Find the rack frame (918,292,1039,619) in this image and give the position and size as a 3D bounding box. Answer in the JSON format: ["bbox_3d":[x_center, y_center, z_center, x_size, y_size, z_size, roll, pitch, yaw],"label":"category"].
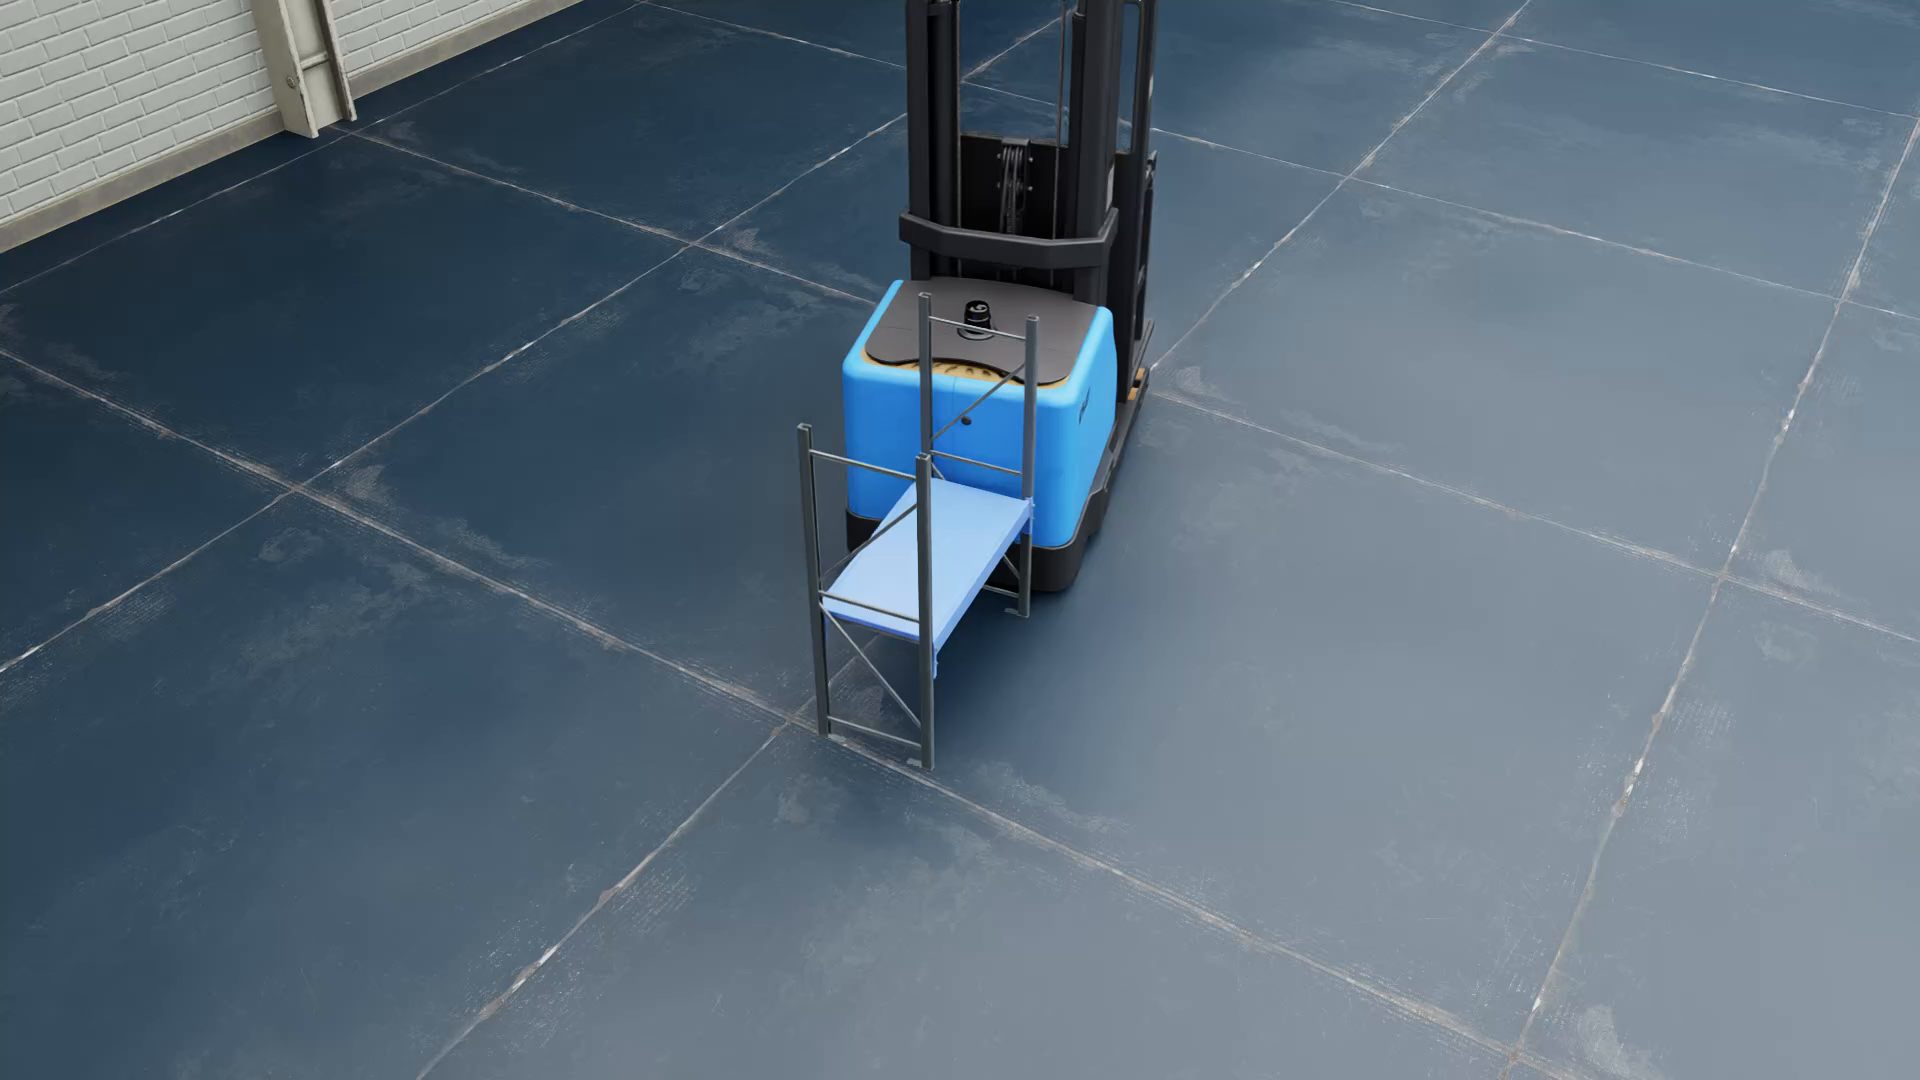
[{"bbox_3d":[0.071,-0.316,6.931,0.500,1.500,0.032,15,40,18],"label":"rack frame"}]

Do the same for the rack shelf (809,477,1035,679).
[{"bbox_3d":[-0.132,0.111,6.672,0.538,0.185,1.000,15,40,18],"label":"rack shelf"}]

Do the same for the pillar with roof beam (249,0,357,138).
[{"bbox_3d":[-0.783,-5.032,6.908,9.100,9.000,0.400,21,42,25],"label":"pillar with roof beam"}]

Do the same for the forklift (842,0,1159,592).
[{"bbox_3d":[0.367,-1.836,7.731,1.130,2.935,3.031,9,39,12],"label":"forklift"}]

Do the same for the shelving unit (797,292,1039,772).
[{"bbox_3d":[-0.132,-0.031,6.562,0.538,1.500,1.048,15,40,18],"label":"shelving unit"}]

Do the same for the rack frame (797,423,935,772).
[{"bbox_3d":[-0.335,0.253,6.193,0.500,1.500,0.032,15,40,18],"label":"rack frame"}]
